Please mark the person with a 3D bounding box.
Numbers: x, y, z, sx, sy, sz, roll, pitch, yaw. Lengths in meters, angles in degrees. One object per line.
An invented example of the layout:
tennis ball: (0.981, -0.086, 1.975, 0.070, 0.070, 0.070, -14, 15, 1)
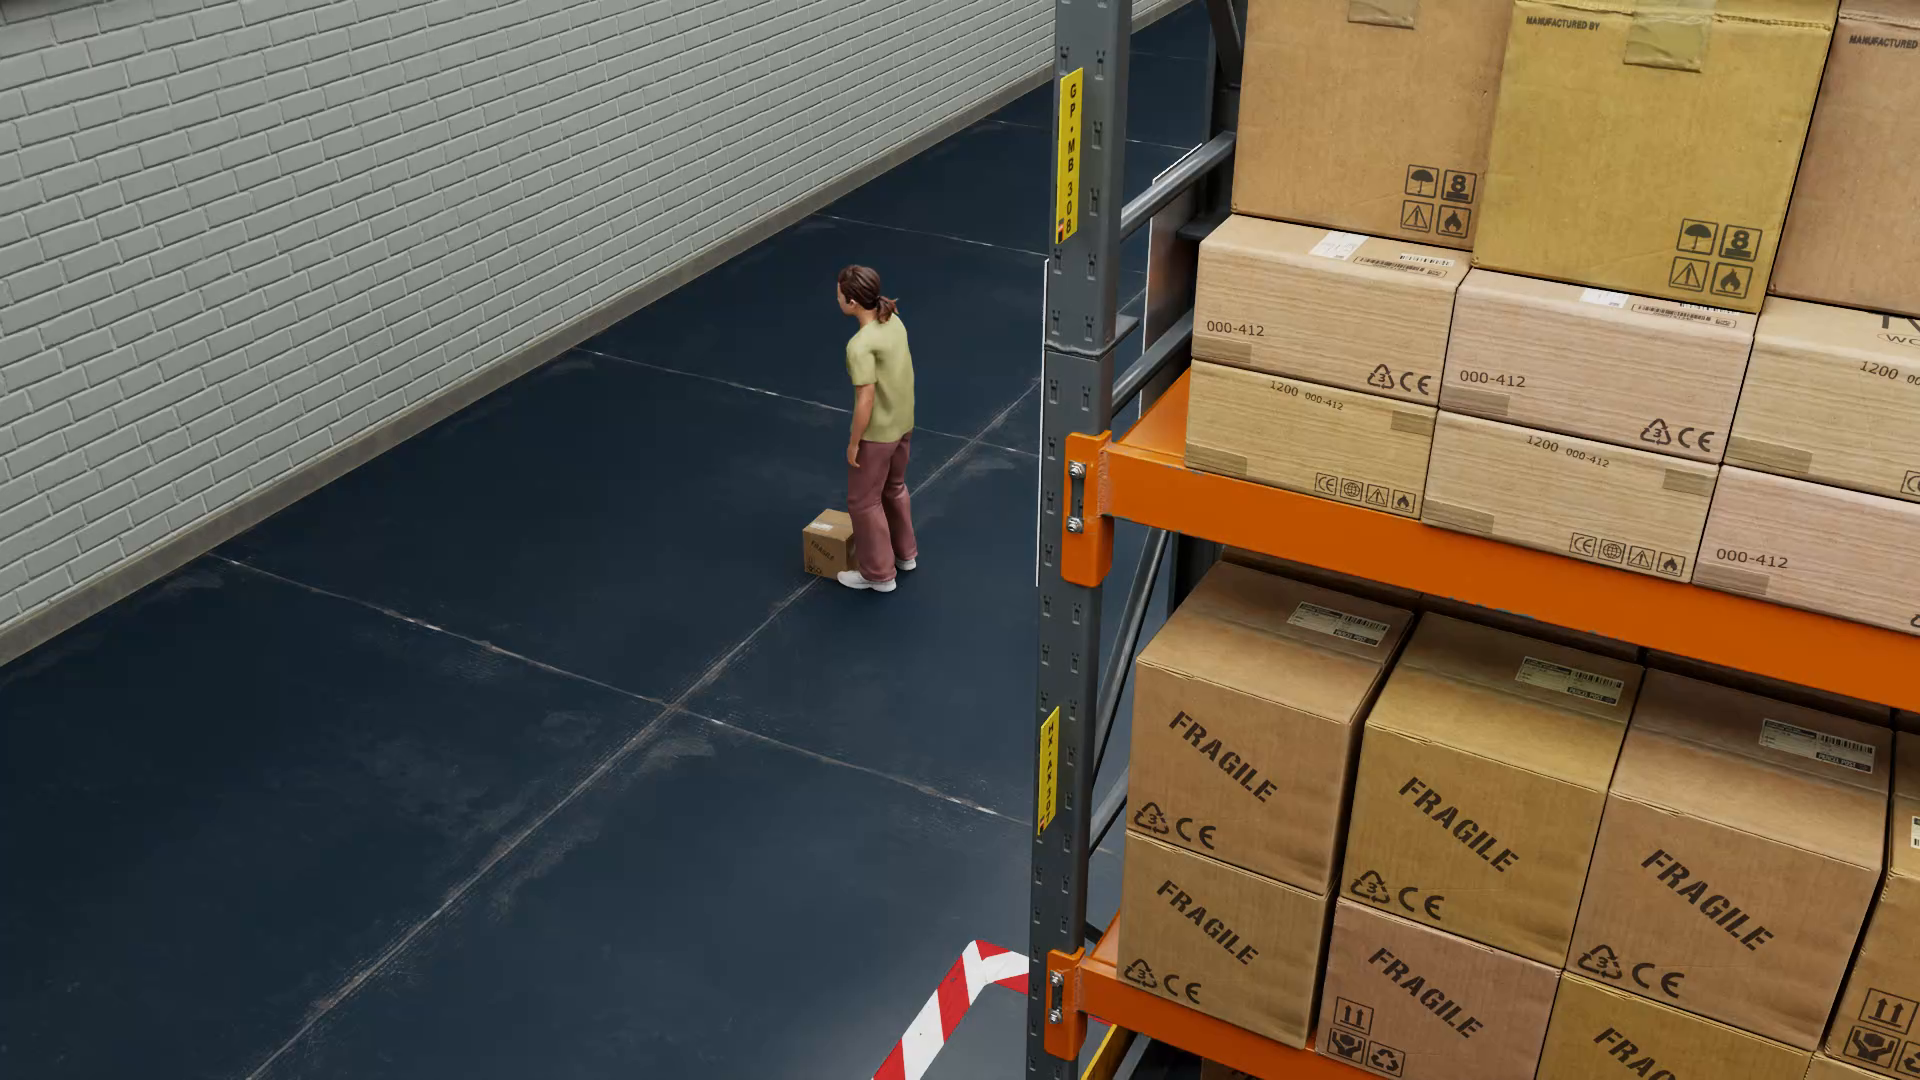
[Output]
person: (-0.408, -0.533, 8.049, 0.353, 1.672, 0.508, 14, 33, 22)
